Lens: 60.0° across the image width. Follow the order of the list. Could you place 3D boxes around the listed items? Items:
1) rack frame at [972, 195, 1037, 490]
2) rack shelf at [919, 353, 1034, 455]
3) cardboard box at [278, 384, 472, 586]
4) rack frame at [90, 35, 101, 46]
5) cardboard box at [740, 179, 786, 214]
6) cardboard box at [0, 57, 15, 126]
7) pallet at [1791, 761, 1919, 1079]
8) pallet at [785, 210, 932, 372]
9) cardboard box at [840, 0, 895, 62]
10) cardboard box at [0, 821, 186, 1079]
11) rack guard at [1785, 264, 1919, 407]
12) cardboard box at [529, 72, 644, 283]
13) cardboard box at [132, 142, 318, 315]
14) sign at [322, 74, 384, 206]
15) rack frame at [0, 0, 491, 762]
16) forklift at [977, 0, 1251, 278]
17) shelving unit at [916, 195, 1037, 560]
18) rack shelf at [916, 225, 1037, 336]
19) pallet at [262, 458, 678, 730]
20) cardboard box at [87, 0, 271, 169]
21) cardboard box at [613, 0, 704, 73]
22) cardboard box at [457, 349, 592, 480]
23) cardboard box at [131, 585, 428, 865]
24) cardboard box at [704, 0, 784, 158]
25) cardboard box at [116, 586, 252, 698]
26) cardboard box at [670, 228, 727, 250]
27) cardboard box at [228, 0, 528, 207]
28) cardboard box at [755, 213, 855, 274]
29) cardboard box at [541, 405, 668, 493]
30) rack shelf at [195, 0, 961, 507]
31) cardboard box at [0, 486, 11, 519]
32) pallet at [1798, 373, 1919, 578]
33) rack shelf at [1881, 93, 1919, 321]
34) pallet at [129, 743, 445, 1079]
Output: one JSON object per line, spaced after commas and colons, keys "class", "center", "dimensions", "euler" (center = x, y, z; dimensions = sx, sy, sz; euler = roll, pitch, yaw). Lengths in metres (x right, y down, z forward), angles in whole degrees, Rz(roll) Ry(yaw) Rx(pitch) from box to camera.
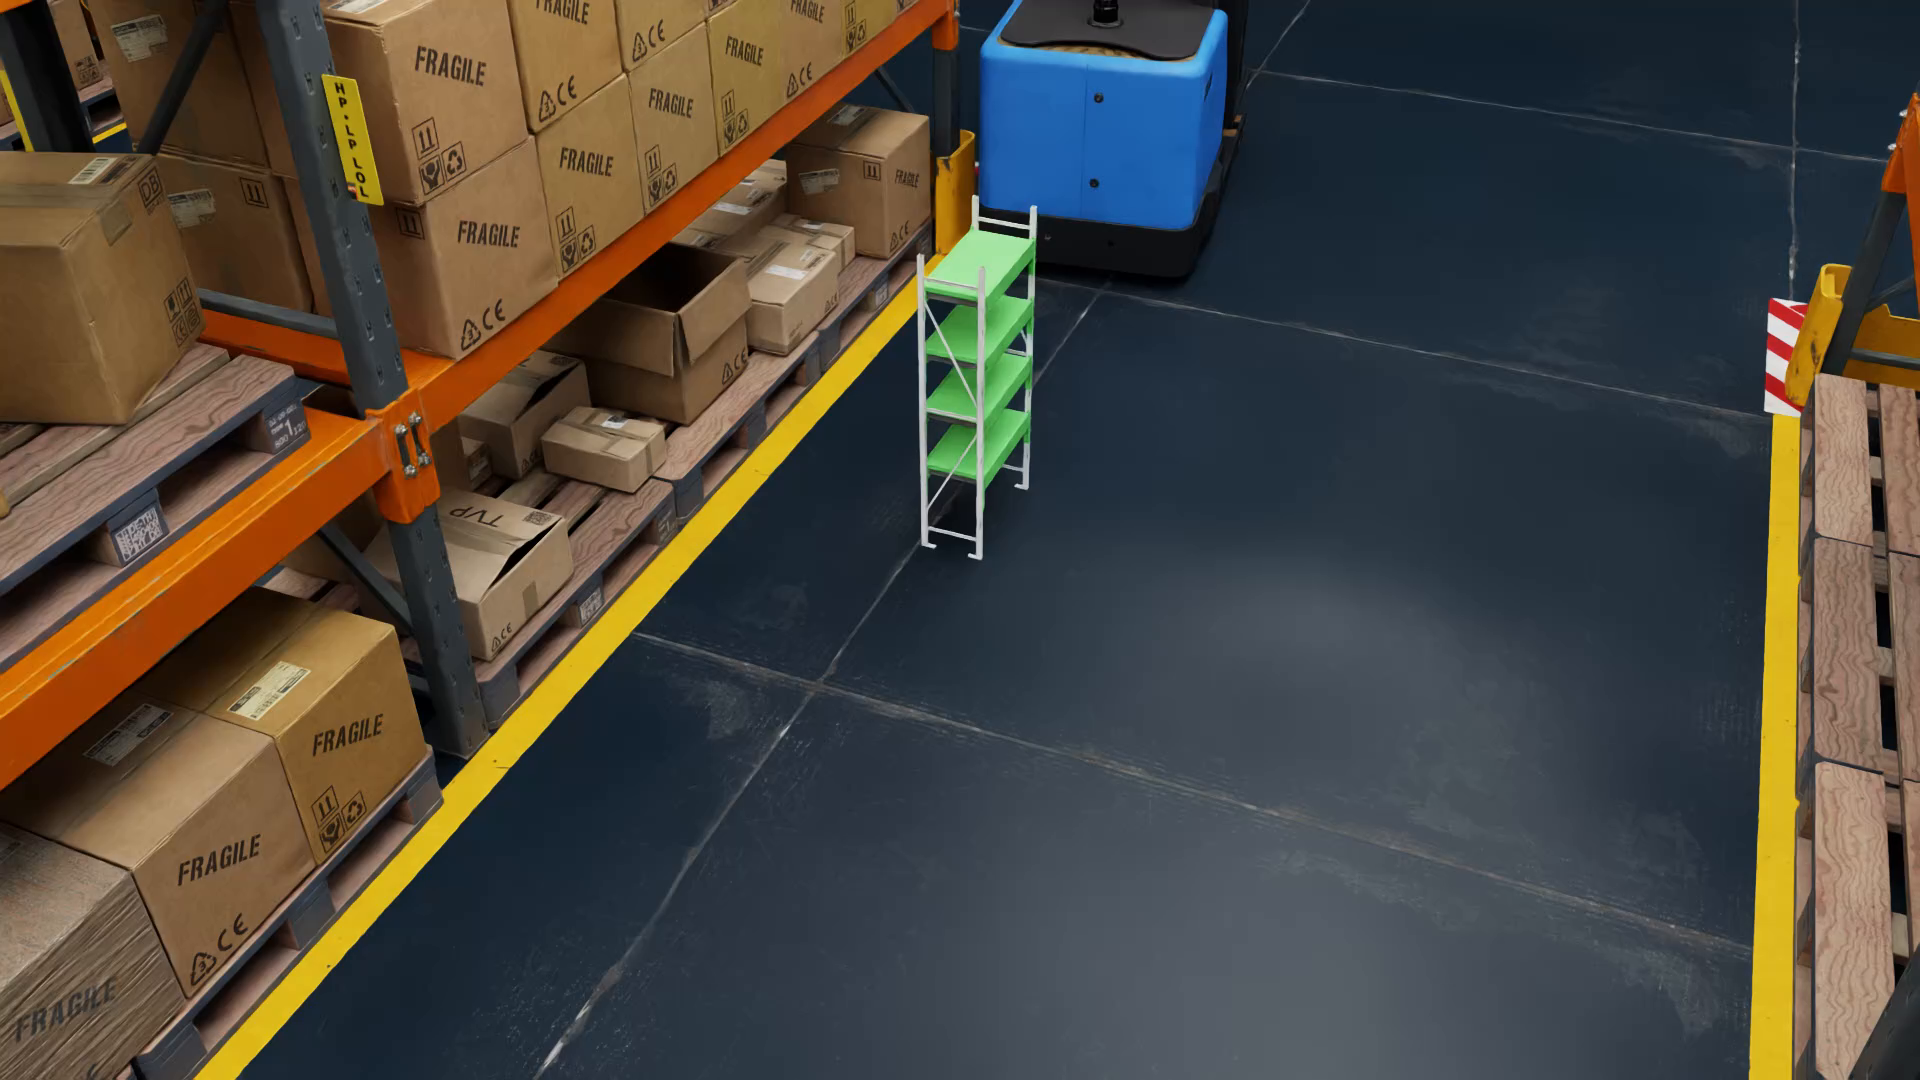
{"class": "rack frame", "center": [0.156, -0.707, 6.194], "dimensions": [0.240, 1.200, 0.015], "euler": [14, 39, 18]}
{"class": "rack shelf", "center": [0.063, -0.521, 6.052], "dimensions": [0.258, 0.148, 0.480], "euler": [14, 39, 18]}
{"class": "cardboard box", "center": [-2.052, -0.196, 5.728], "dimensions": [0.500, 0.500, 0.500], "euler": [14, 39, 18]}
{"class": "rack frame", "center": [-5.067, -3.982, 9.072], "dimensions": [1.000, 3.000, 0.127], "euler": [14, 39, 18]}
{"class": "cardboard box", "center": [-1.057, -1.605, 7.891], "dimensions": [0.380, 0.166, 0.250], "euler": [14, 39, 18]}
{"class": "cardboard box", "center": [-5.431, -2.462, 8.775], "dimensions": [0.700, 0.500, 0.500], "euler": [14, 39, 18]}
{"class": "pallet", "center": [2.817, 1.190, 4.481], "dimensions": [1.003, 0.211, 1.213], "euler": [14, 39, 18]}
{"class": "pallet", "center": [-0.816, -1.255, 7.753], "dimensions": [1.003, 0.211, 1.213], "euler": [14, 39, 18]}
{"class": "cardboard box", "center": [-0.597, -2.298, 6.735], "dimensions": [0.500, 0.500, 0.500], "euler": [14, 39, 18]}
{"class": "cardboard box", "center": [-2.316, 1.072, 4.031], "dimensions": [0.500, 0.500, 0.500], "euler": [14, 39, 18]}
{"class": "rack guard", "center": [4.092, -0.740, 6.823], "dimensions": [1.175, 0.500, 0.348], "euler": [14, 39, 18]}
{"class": "cardboard box", "center": [-1.369, -1.186, 5.247], "dimensions": [0.500, 0.500, 0.500], "euler": [15, 39, 19]}
{"class": "cardboard box", "center": [-2.054, -1.016, 5.021], "dimensions": [0.500, 0.500, 0.500], "euler": [14, 39, 18]}
{"class": "sign", "center": [-1.492, -0.981, 4.089], "dimensions": [0.100, 0.325, 0.005], "euler": [14, 39, 18]}
{"class": "rack frame", "center": [-2.007, -0.641, 4.602], "dimensions": [1.000, 3.000, 0.127], "euler": [14, 39, 18]}
{"class": "forklift", "center": [0.949, -3.284, 8.196], "dimensions": [1.130, 2.935, 3.031], "euler": [9, 38, 12]}
{"class": "shelving unit", "center": [0.063, -0.572, 6.013], "dimensions": [0.258, 1.200, 0.503], "euler": [14, 39, 18]}
{"class": "rack shelf", "center": [0.063, -0.906, 5.764], "dimensions": [0.258, 0.148, 0.480], "euler": [14, 39, 18]}
{"class": "pallet", "center": [-1.744, 0.096, 5.946], "dimensions": [1.003, 0.211, 1.213], "euler": [14, 39, 18]}
{"class": "cardboard box", "center": [-2.054, -1.421, 4.727], "dimensions": [0.500, 0.500, 0.500], "euler": [14, 39, 18]}
{"class": "cardboard box", "center": [-1.175, -1.849, 5.299], "dimensions": [0.500, 0.500, 0.500], "euler": [13, 39, 16]}
{"class": "cardboard box", "center": [-1.767, -0.536, 6.340], "dimensions": [0.500, 0.311, 0.500], "euler": [14, 39, 18]}
{"class": "cardboard box", "center": [-1.929, 0.522, 4.766], "dimensions": [0.500, 0.500, 0.500], "euler": [14, 39, 17]}
{"class": "cardboard box", "center": [-0.984, -1.744, 5.994], "dimensions": [0.500, 0.500, 0.500], "euler": [13, 39, 17]}
{"class": "cardboard box", "center": [-2.416, 0.396, 4.935], "dimensions": [0.500, 0.500, 0.500], "euler": [12, 38, 16]}
{"class": "cardboard box", "center": [-1.334, -1.141, 7.200], "dimensions": [0.500, 0.250, 0.500], "euler": [14, 39, 18]}
{"class": "cardboard box", "center": [-1.567, -1.279, 4.536], "dimensions": [0.500, 0.500, 0.500], "euler": [15, 39, 19]}
{"class": "cardboard box", "center": [-0.701, -1.336, 7.531], "dimensions": [0.380, 0.166, 0.250], "euler": [14, 39, 18]}
{"class": "cardboard box", "center": [-1.327, -0.347, 6.208], "dimensions": [0.380, 0.166, 0.250], "euler": [14, 39, 18]}
{"class": "rack shelf", "center": [-1.246, -1.460, 6.299], "dimensions": [1.077, 0.370, 4.000], "euler": [14, 39, 18]}
{"class": "cardboard box", "center": [-2.597, -0.243, 3.635], "dimensions": [0.700, 0.500, 0.500], "euler": [20, 41, 25]}
{"class": "pallet", "center": [3.745, -0.161, 6.289], "dimensions": [1.003, 0.211, 1.213], "euler": [14, 39, 18]}
{"class": "rack shelf", "center": [3.334, -0.330, 4.787], "dimensions": [1.077, 0.370, 4.000], "euler": [14, 39, 18]}
{"class": "pallet", "center": [-2.281, 0.935, 4.823], "dimensions": [1.003, 0.211, 1.213], "euler": [14, 39, 18]}
